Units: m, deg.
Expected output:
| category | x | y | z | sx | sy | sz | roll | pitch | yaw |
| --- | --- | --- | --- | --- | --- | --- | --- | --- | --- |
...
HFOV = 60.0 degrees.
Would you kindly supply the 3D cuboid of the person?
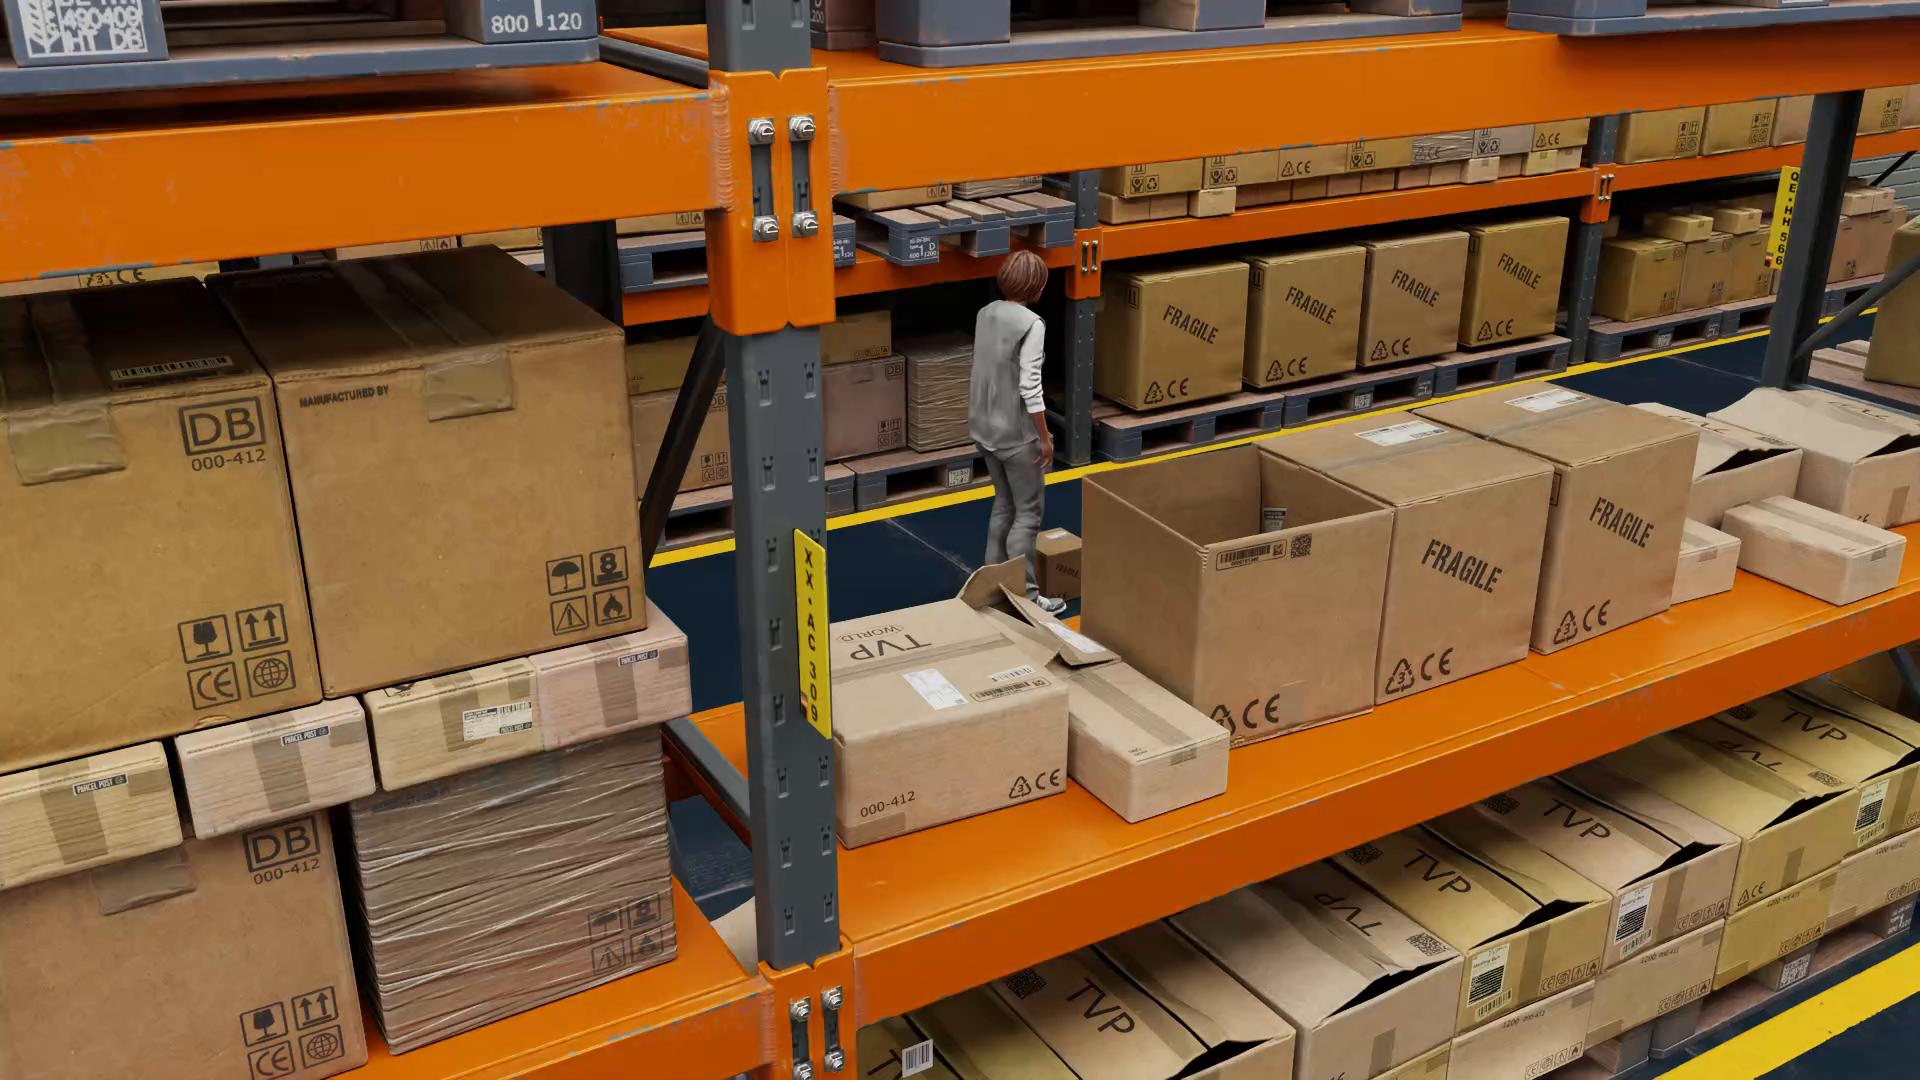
| category | x | y | z | sx | sy | sz | roll | pitch | yaw |
| --- | --- | --- | --- | --- | --- | --- | --- | --- | --- |
| person | 0.238 | -0.458 | 7.233 | 0.374 | 1.593 | 0.485 | -14 | 26 | -31 |
